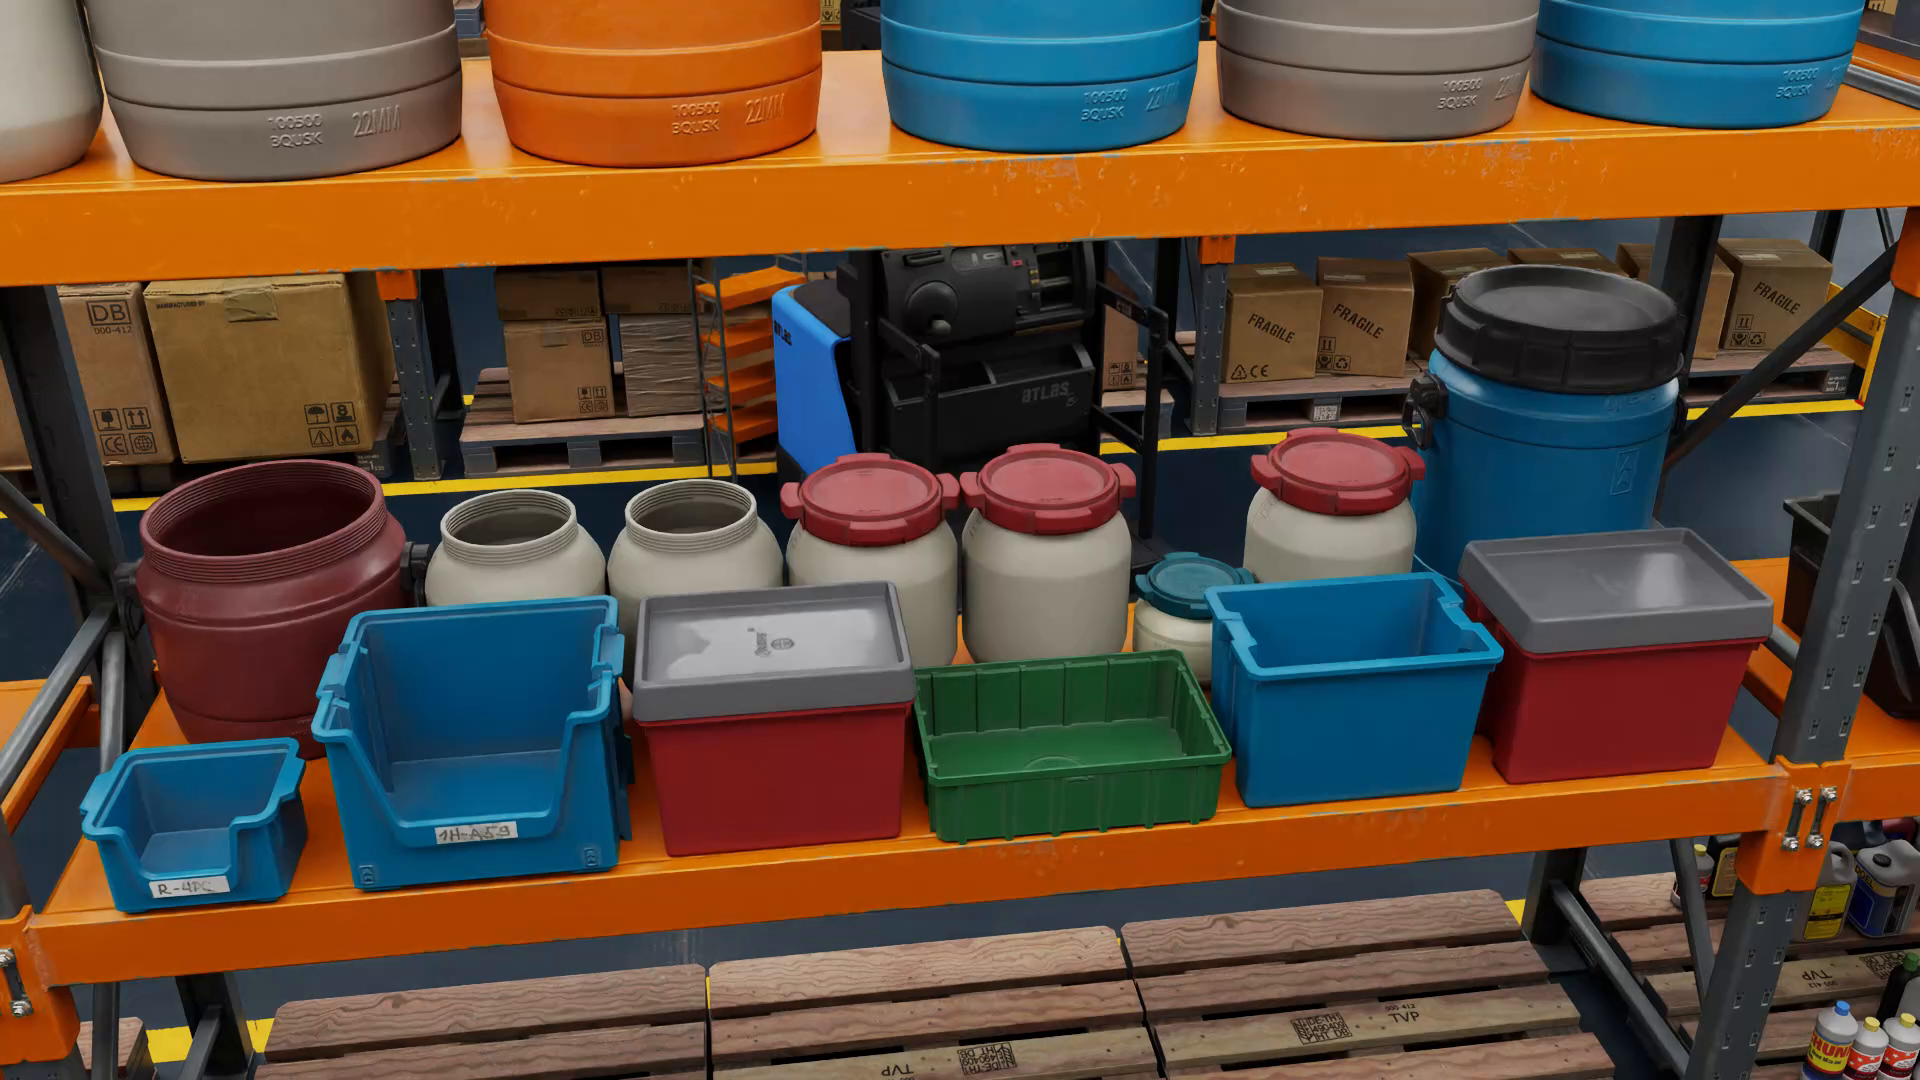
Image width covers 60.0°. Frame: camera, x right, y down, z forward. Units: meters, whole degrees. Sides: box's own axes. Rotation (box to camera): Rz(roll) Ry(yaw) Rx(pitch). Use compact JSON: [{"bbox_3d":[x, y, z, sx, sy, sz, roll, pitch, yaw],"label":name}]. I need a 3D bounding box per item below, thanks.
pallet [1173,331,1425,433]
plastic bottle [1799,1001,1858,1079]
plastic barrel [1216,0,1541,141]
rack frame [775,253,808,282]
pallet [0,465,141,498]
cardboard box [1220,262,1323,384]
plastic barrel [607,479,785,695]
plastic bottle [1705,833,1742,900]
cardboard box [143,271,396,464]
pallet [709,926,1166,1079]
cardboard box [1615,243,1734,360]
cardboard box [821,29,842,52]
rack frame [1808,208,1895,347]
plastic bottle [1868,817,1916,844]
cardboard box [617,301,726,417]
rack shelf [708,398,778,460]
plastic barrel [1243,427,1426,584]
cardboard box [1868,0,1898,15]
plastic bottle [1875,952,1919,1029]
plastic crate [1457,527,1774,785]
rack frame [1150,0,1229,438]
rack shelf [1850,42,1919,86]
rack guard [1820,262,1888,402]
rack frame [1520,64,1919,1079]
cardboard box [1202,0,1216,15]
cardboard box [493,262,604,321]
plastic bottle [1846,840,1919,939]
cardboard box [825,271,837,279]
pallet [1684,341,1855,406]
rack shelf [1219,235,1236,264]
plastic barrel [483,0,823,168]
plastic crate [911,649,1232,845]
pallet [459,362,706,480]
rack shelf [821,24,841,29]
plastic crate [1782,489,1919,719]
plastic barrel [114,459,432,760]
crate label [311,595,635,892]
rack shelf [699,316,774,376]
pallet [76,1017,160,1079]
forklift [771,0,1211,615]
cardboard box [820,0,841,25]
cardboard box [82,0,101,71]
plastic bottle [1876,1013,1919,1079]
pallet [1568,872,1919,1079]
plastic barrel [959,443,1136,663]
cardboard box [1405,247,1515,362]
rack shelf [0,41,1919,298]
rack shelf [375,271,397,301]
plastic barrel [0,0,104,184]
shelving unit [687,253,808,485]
[{"bbox_3d":[1.888,-0.924,9.320,1.213,0.211,1.003,-4,27,-7],"label":"pallet"},{"bbox_3d":[2.295,1.329,4.381,0.097,0.271,0.097,0,27,0],"label":"plastic bottle"},{"bbox_3d":[0.797,-1.253,3.071,0.600,0.901,0.600,0,27,0],"label":"plastic barrel"},{"bbox_3d":[-0.791,-0.871,8.122,0.015,1.200,0.240,-22,32,-36],"label":"rack frame"},{"bbox_3d":[-4.730,-0.519,8.530,1.213,0.211,1.003,-4,27,-7],"label":"pallet"},{"bbox_3d":[1.630,-1.188,9.058,0.500,0.500,0.500,-4,28,-9],"label":"cardboard box"},{"bbox_3d":[-0.637,0.149,4.052,0.421,0.512,0.421,0,27,0],"label":"plastic barrel"},{"bbox_3d":[2.348,0.966,5.075,0.133,0.283,0.061,-2,27,-5],"label":"plastic bottle"},{"bbox_3d":[-3.419,-1.059,8.395,0.875,0.875,1.225,-5,28,-10],"label":"cardboard box"},{"bbox_3d":[-0.065,1.520,4.556,1.213,0.211,1.003,-4,27,-7],"label":"pallet"},{"bbox_3d":[3.981,-1.350,9.373,0.500,0.500,0.500,3,27,6],"label":"cardboard box"},{"bbox_3d":[-0.476,-2.187,8.154,0.637,0.503,0.797,-1,27,-2],"label":"cardboard box"},{"bbox_3d":[5.189,-2.361,9.065,0.127,3.000,1.000,-4,27,-7],"label":"rack frame"},{"bbox_3d":[2.861,0.933,5.140,0.133,0.283,0.061,-2,27,-4],"label":"plastic bottle"},{"bbox_3d":[-1.525,-1.028,8.724,0.500,0.500,0.700,-6,28,-11],"label":"cardboard box"},{"bbox_3d":[-0.968,-0.558,8.093,0.480,0.148,0.258,-22,32,-36],"label":"rack shelf"},{"bbox_3d":[0.940,0.034,4.249,0.433,0.535,0.433,0,27,0],"label":"plastic barrel"},{"bbox_3d":[4.679,-2.836,8.460,0.500,0.500,0.500,-4,27,-7],"label":"cardboard box"},{"bbox_3d":[2.596,1.242,4.536,0.133,0.283,0.061,-4,27,-7],"label":"plastic bottle"},{"bbox_3d":[1.481,0.273,3.861,0.583,0.464,0.402,-4,27,-7],"label":"plastic crate"},{"bbox_3d":[1.228,-2.106,8.569,0.127,3.000,1.000,-4,27,-7],"label":"rack frame"},{"bbox_3d":[3.899,-1.009,3.933,4.000,0.370,1.077,-4,27,-7],"label":"rack shelf"},{"bbox_3d":[5.114,-1.244,9.626,0.348,0.500,1.175,-4,27,-7],"label":"rack guard"},{"bbox_3d":[1.918,0.133,4.206,0.127,3.000,1.000,-4,27,-7],"label":"rack frame"},{"bbox_3d":[2.093,-4.477,13.025,0.550,0.550,0.875,-4,27,-7],"label":"cardboard box"},{"bbox_3d":[-2.074,-1.325,8.482,0.500,0.250,0.500,-3,27,-5],"label":"cardboard box"},{"bbox_3d":[2.751,1.031,4.957,0.135,0.276,0.152,-4,27,-7],"label":"plastic bottle"},{"bbox_3d":[-0.412,-1.103,8.870,0.500,0.500,0.700,-6,28,-12],"label":"cardboard box"},{"bbox_3d":[4.304,-1.080,9.623,1.213,0.211,1.003,-4,27,-7],"label":"pallet"},{"bbox_3d":[3.209,-1.913,8.981,4.000,0.370,1.077,-4,27,-7],"label":"rack shelf"},{"bbox_3d":[-0.552,-1.134,2.919,0.708,0.830,0.600,-4,27,-7],"label":"plastic barrel"},{"bbox_3d":[0.233,0.465,3.789,0.662,0.188,0.450,-4,27,-7],"label":"plastic crate"},{"bbox_3d":[-1.959,-0.660,8.806,1.213,0.211,1.003,-4,27,-7],"label":"pallet"},{"bbox_3d":[-1.343,-3.908,12.868,4.000,0.370,1.077,-4,27,-7],"label":"rack shelf"},{"bbox_3d":[2.454,0.185,4.173,0.504,0.338,0.767,-4,27,-7],"label":"plastic crate"},{"bbox_3d":[-1.626,0.160,4.003,0.708,0.536,0.600,-4,27,-7],"label":"plastic barrel"},{"bbox_3d":[-1.021,0.431,3.586,0.616,0.435,0.502,-4,27,-7],"label":"crate label"},{"bbox_3d":[-0.979,-0.939,7.912,0.480,0.148,0.258,-22,32,-36],"label":"rack shelf"},{"bbox_3d":[-2.818,1.697,4.212,1.213,0.211,1.003,-4,27,-7],"label":"pallet"},{"bbox_3d":[0.217,-1.006,6.499,1.130,2.935,3.031,-13,30,-23],"label":"forklift"},{"bbox_3d":[-0.843,-4.181,12.503,0.500,0.500,0.500,-3,27,-7],"label":"cardboard box"},{"bbox_3d":[-4.105,-2.263,7.667,0.637,0.503,0.797,-3,27,-6],"label":"cardboard box"},{"bbox_3d":[2.496,1.347,4.422,0.097,0.201,0.097,0,27,0],"label":"plastic bottle"},{"bbox_3d":[2.589,1.350,4.889,1.213,0.211,1.003,-4,27,-7],"label":"pallet"},{"bbox_3d":[0.214,0.081,4.158,0.433,0.535,0.433,0,27,0],"label":"plastic barrel"},{"bbox_3d":[2.800,-1.303,9.282,0.500,0.500,0.500,-6,28,-12],"label":"cardboard box"},{"bbox_3d":[-0.062,-0.755,3.437,4.000,0.370,1.077,-4,27,-7],"label":"rack shelf"},{"bbox_3d":[-4.713,-1.405,7.990,4.000,0.370,1.077,-4,27,-7],"label":"rack shelf"},{"bbox_3d":[-1.693,-0.878,2.768,0.421,0.512,0.421,0,27,0],"label":"plastic barrel"},{"bbox_3d":[-0.975,-0.798,7.979,0.503,1.200,0.258,-22,32,-36],"label":"shelving unit"}]
